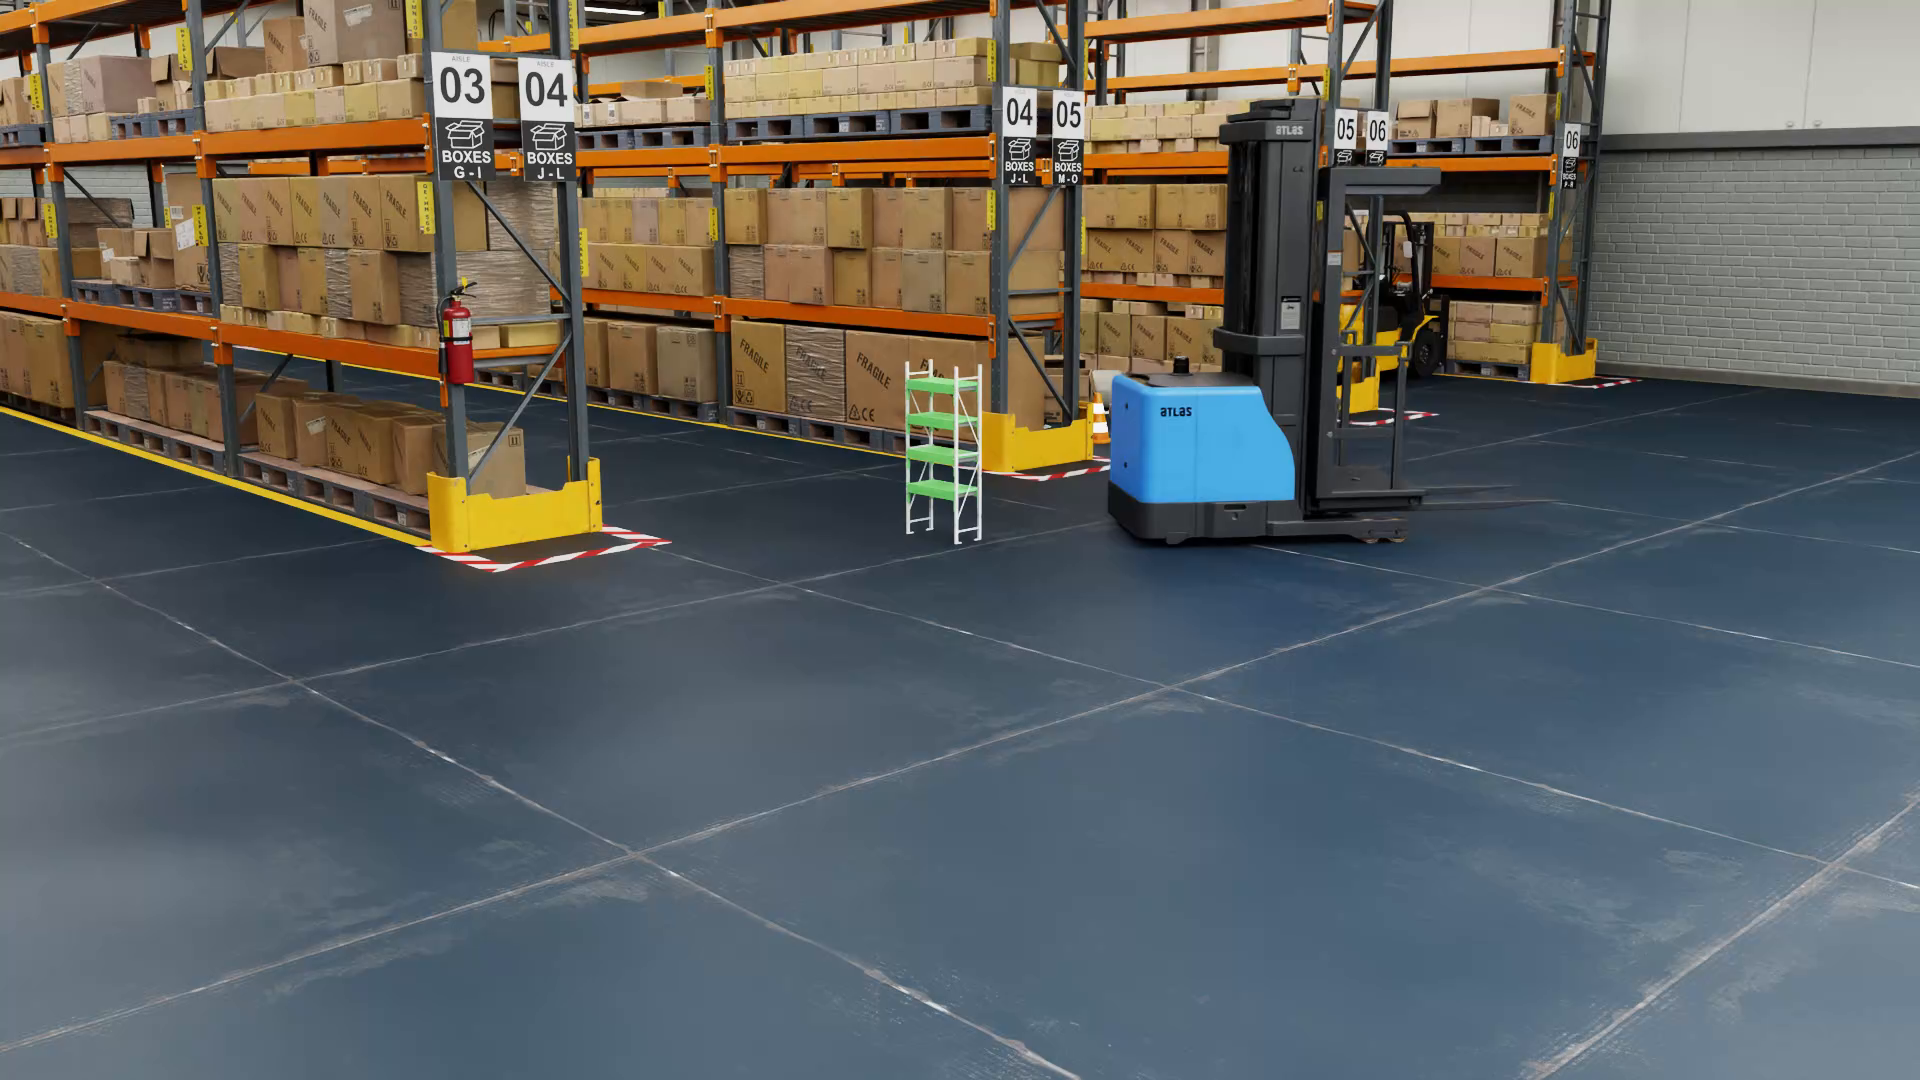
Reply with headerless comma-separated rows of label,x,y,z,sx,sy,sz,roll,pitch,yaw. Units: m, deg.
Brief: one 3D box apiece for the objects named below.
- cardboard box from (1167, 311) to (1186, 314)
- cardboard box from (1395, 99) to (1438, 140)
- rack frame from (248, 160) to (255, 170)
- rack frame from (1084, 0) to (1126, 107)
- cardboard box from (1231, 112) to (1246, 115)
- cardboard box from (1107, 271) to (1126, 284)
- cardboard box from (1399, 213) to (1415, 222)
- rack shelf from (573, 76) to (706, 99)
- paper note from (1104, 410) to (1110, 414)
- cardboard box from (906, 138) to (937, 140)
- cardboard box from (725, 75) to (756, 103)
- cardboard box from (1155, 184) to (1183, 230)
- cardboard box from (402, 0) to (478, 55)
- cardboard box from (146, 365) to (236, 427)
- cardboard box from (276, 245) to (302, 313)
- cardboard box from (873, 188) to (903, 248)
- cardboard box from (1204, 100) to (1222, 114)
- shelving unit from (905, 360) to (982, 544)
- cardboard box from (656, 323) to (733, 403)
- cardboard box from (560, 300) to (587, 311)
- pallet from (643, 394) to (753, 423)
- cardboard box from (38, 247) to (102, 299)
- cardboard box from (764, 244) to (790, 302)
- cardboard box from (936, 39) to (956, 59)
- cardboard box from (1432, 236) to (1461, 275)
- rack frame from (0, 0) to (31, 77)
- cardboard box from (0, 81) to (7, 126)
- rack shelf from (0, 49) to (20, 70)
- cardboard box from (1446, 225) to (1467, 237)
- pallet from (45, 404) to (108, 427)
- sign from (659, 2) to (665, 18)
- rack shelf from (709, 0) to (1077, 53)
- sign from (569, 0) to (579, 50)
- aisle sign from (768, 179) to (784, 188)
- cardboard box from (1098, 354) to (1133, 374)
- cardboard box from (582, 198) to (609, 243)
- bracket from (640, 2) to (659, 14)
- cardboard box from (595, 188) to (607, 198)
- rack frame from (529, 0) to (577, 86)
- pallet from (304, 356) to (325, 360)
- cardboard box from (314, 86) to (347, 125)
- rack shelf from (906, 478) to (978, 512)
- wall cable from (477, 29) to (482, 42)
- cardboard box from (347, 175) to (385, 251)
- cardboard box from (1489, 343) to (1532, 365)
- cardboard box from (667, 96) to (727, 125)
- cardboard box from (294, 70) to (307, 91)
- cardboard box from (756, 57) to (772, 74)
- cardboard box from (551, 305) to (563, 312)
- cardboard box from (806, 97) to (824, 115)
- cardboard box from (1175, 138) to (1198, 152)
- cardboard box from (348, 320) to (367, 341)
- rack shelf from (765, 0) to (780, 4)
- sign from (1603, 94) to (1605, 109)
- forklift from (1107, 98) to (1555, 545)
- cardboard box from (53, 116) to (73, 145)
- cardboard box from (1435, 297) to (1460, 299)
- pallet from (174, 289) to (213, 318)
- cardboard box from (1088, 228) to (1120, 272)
cardboard box,2.723,-2.466,19.864,0.500,0.500,0.500,-10,15,-40
cardboard box,6.271,-5.605,22.205,0.797,0.503,0.637,-10,15,-41
rack frame,-10.383,-4.484,25.743,1.000,3.000,0.127,-11,16,-43
rack frame,2.239,-7.652,26.250,1.000,3.000,0.127,-11,16,-43
cardboard box,3.292,-4.508,18.058,0.500,0.250,0.500,-11,16,-43
cardboard box,1.963,-3.119,19.737,0.380,0.149,0.250,-10,15,-41
cardboard box,6.139,-4.343,22.467,0.380,0.149,0.250,-11,16,-42
rack shelf,-5.492,-7.287,27.254,1.077,0.370,4.000,-11,16,-43
paper note,1.606,-1.399,18.156,0.148,0.019,0.142,-5,13,-23
cardboard box,-0.274,-5.322,22.121,0.797,0.503,0.637,-11,16,-43
cardboard box,-1.961,-4.419,16.337,0.500,0.250,0.500,-11,16,-42
cardboard box,2.651,-3.809,19.004,0.700,0.500,0.500,-11,16,-43
cardboard box,-3.821,-3.636,11.967,0.500,0.500,0.500,-11,16,-43
cardboard box,-7.250,-1.375,15.758,0.700,0.500,0.500,-9,15,-38
cardboard box,-4.749,-2.040,12.895,0.875,0.500,0.500,-11,16,-43
cardboard box,-0.297,-2.979,15.390,0.875,0.550,0.550,-11,16,-43
cardboard box,2.926,-4.799,18.484,0.250,0.149,0.380,11,16,44
shelving unit,-0.114,-0.612,11.408,0.258,1.200,0.503,-11,16,-43
cardboard box,-2.590,-1.915,17.806,1.050,0.750,0.750,-11,16,-43
cardboard box,-6.345,-4.057,28.979,0.875,0.438,0.875,11,16,43
pallet,-2.683,-1.469,18.020,1.003,0.211,1.213,-11,16,-43
cardboard box,-9.035,-2.727,16.965,0.500,0.500,0.500,-10,15,-41
cardboard box,-1.436,-2.677,16.600,0.875,0.550,0.550,-11,16,-43
cardboard box,0.017,-4.179,14.186,0.380,0.149,0.250,-11,16,-42
cardboard box,6.529,-3.782,22.086,0.500,0.500,0.500,-11,16,-44
rack frame,-11.278,-6.162,19.021,1.000,3.000,0.127,-11,16,-43
cardboard box,-9.942,-4.661,17.870,0.797,0.503,0.637,-11,16,-43
rack shelf,-12.659,-5.906,20.551,1.077,0.370,4.000,-11,16,-43
cardboard box,6.608,-4.074,21.896,0.250,0.149,0.380,11,16,43
pallet,-9.005,-1.400,17.684,1.003,0.211,1.213,-11,16,-43
sign,-4.529,-8.005,25.256,0.100,0.325,0.005,-11,16,-43
rack shelf,-0.715,-4.831,15.333,1.077,0.370,4.000,-11,16,-43
sign,-2.598,-3.446,11.102,0.100,0.325,0.005,-11,16,-43
aisle sign,-3.545,-7.123,32.110,0.394,0.787,0.004,-11,16,-43
cardboard box,2.003,-2.096,19.926,0.500,0.250,0.500,-10,15,-39
cardboard box,-3.849,-3.640,18.921,0.700,0.500,0.500,-11,16,-43
bracket,-6.675,-11.458,35.806,0.235,0.232,0.430,-11,16,-43
cardboard box,-5.787,-5.723,27.420,0.250,0.149,0.380,11,16,44
rack frame,-6.873,-8.127,28.557,1.000,3.000,0.127,-11,16,-43
pallet,-8.957,-2.806,24.507,1.003,0.211,1.213,-11,16,-43
cardboard box,-4.202,-3.052,11.728,0.500,0.250,0.500,-10,16,-41
rack shelf,-0.114,-0.314,11.469,0.258,0.148,0.480,-11,16,-43
wall cable,-10.459,-9.022,32.903,2.355,3.000,0.029,-11,16,-43
cardboard box,-3.899,-2.275,11.558,0.500,0.500,0.500,-11,16,-43
cardboard box,7.211,-2.429,21.543,0.500,0.250,0.500,-11,16,-42
cardboard box,-2.700,-4.464,17.295,0.500,0.250,0.500,-11,16,-42
cardboard box,-4.621,-3.339,12.135,0.380,0.149,0.250,-10,16,-41
cardboard box,-1.739,-4.550,15.985,0.380,0.149,0.250,-11,16,-43
cardboard box,-5.159,-2.800,20.862,0.500,0.250,0.500,11,16,43
cardboard box,-1.210,-4.048,15.524,0.380,0.149,0.250,-11,16,-43
cardboard box,2.635,-4.431,18.673,0.380,0.149,0.250,-11,16,-43
cardboard box,-4.212,-1.543,12.088,0.380,0.149,0.250,-11,16,-43
rack shelf,-1.904,-9.803,30.238,1.077,0.370,4.000,-11,16,-43
sign,8.170,-5.558,21.161,0.100,0.325,0.005,-11,16,-43
forklift,2.625,-1.517,11.512,3.031,2.935,1.130,-2,12,-8
cardboard box,-8.375,-3.932,16.000,0.500,0.250,0.500,-11,16,-42
cardboard box,6.535,-3.214,22.872,0.500,0.250,0.500,-11,16,-44
pallet,-6.176,-2.094,14.618,1.003,0.211,1.213,-11,16,-43
cardboard box,1.880,-3.459,19.782,0.500,0.500,0.500,-11,16,-43
